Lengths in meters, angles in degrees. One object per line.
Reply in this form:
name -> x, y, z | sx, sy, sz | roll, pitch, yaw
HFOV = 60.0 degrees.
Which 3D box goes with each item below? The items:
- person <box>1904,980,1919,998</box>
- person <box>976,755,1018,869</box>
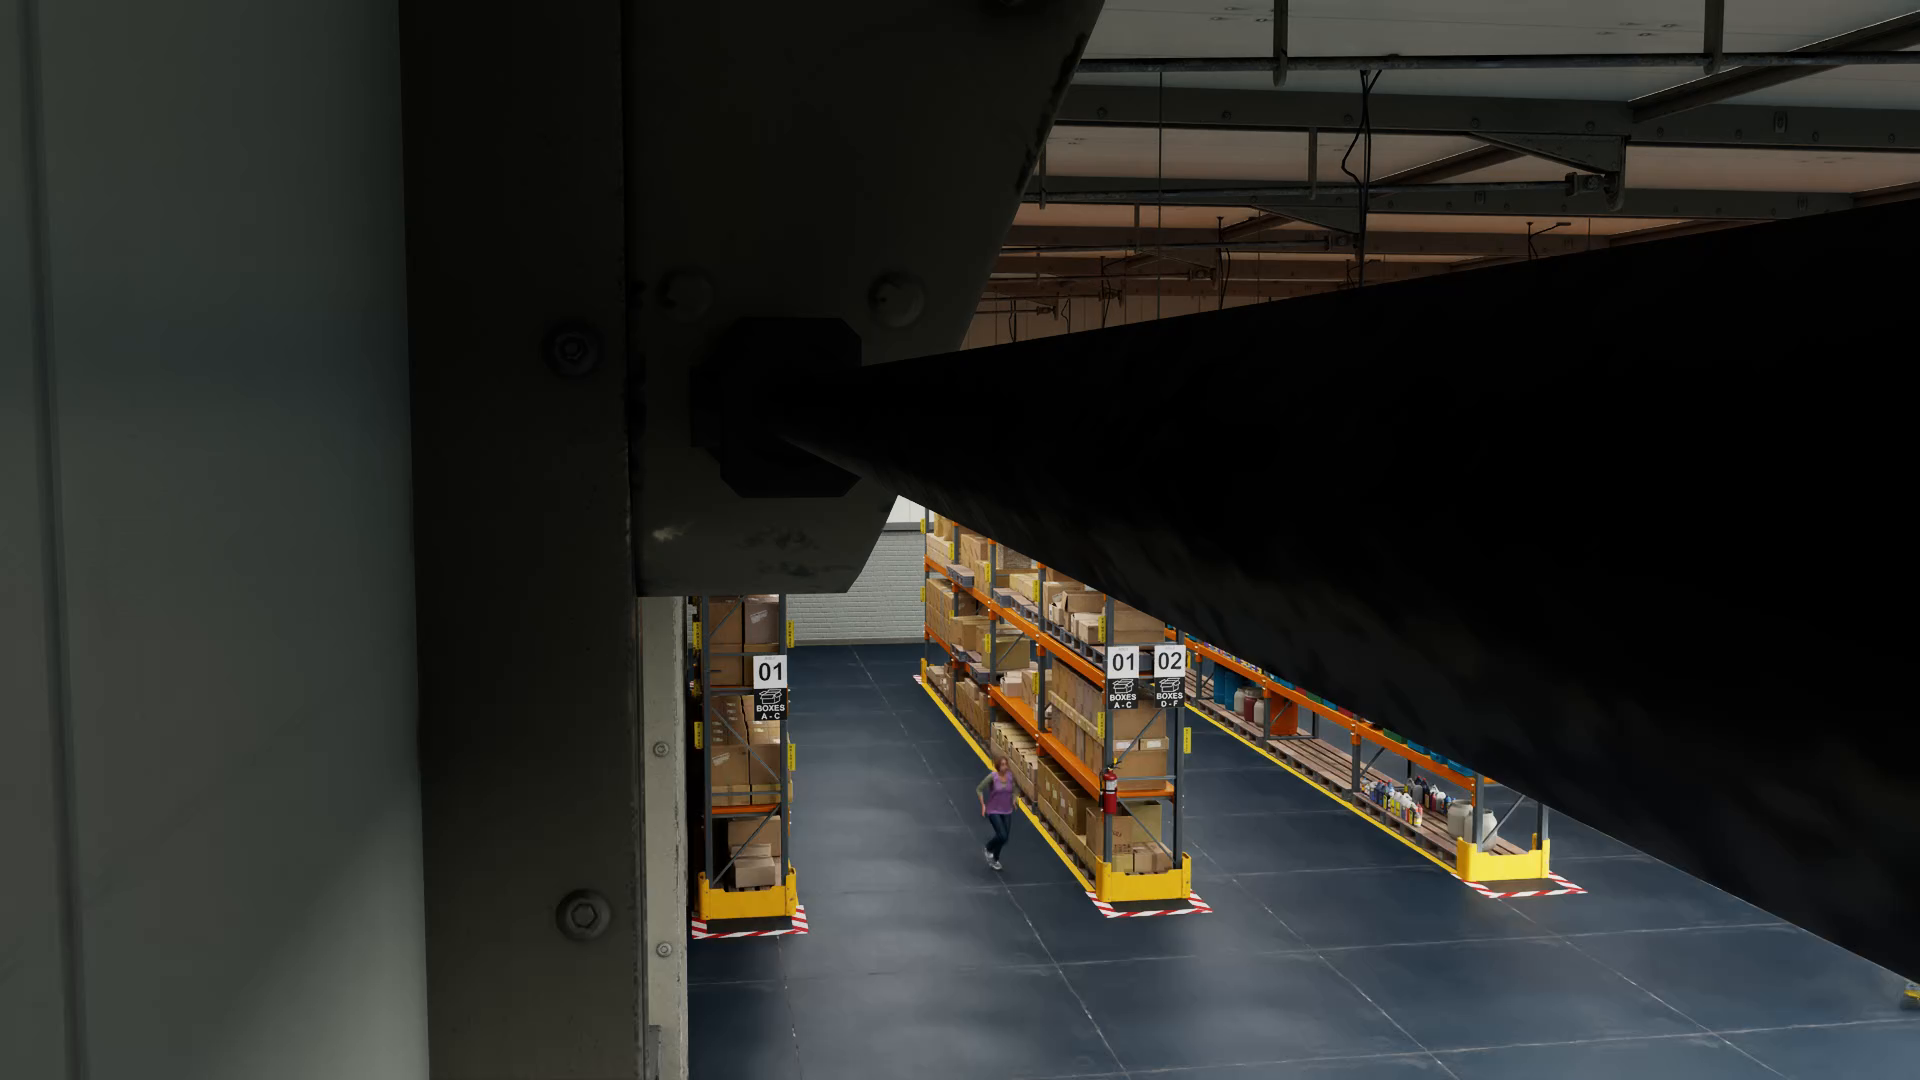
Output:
person -> 10.143, 3.953, 17.014 | 0.766, 1.828, 0.669 | 1, 5, 9
person -> 0.534, 3.616, 21.984 | 0.515, 1.554, 0.627 | -3, 6, -28
